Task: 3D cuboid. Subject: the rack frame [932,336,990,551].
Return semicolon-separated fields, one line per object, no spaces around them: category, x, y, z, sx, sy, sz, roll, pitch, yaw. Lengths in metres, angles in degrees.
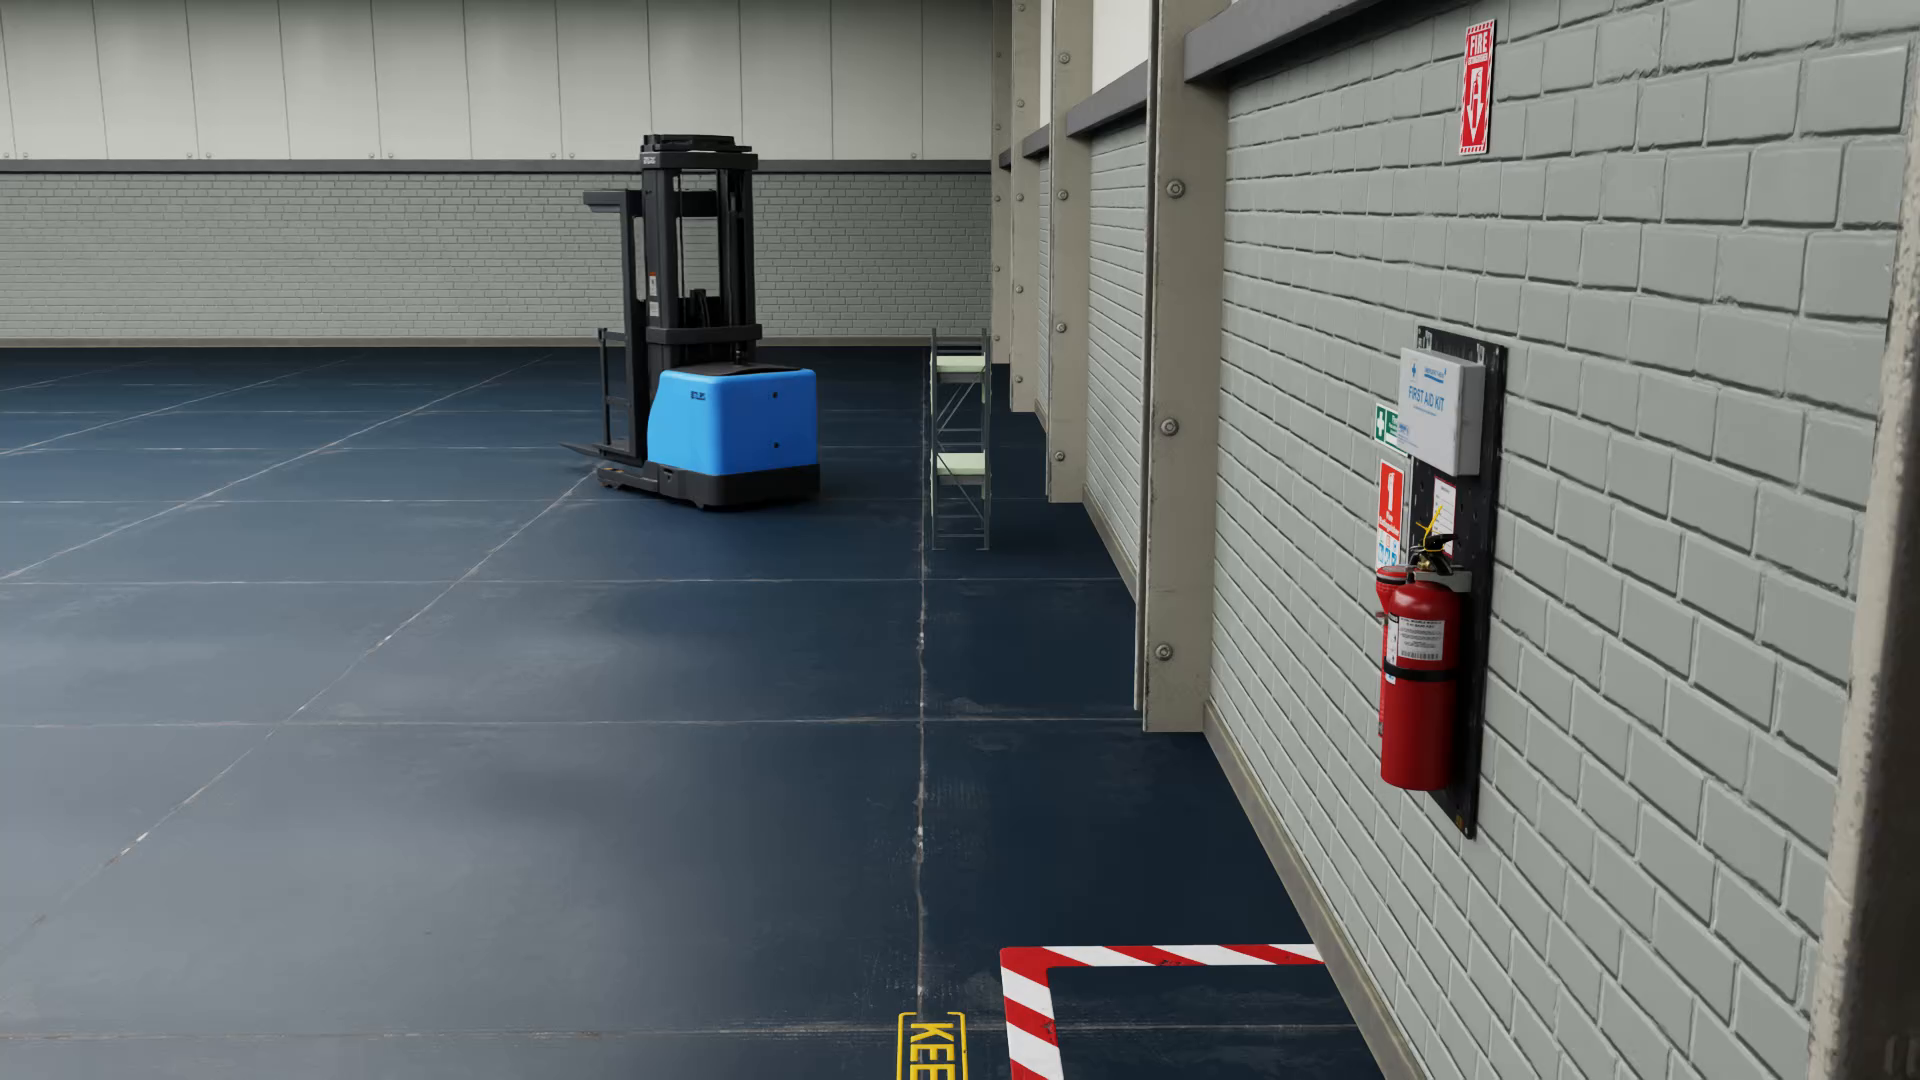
rack frame;0.007;-0.664;11.558;0.400;1.500;0.023;0;11;-1

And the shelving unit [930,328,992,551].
shelving unit;0.000;-0.736;11.917;0.431;1.500;0.755;0;11;-1

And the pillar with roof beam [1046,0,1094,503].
pillar with roof beam;-3.426;-4.738;12.780;9.100;9.000;0.400;0;11;-1

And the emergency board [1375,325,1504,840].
emergency board;1.113;0.078;4.128;0.194;1.169;0.643;0;11;-1

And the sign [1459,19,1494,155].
sign;1.213;-1.060;3.908;0.001;0.298;0.199;0;11;-1

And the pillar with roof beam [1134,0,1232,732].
pillar with roof beam;-3.302;-3.545;6.901;9.100;9.000;0.400;0;11;-1

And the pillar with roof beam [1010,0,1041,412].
pillar with roof beam;-3.550;-5.931;18.659;9.100;9.000;0.400;0;11;-1

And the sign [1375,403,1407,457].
sign;1.196;-0.308;4.611;0.001;0.109;0.331;0;11;-1

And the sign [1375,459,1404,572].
sign;1.205;-0.049;4.669;0.001;0.329;0.234;0;11;-1

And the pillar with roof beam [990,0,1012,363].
pillar with roof beam;-3.674;-7.123;24.538;9.100;9.000;0.400;0;11;-1

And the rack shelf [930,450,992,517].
rack shelf;0.000;-0.417;11.981;0.431;0.370;0.720;0;11;-1

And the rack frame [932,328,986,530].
rack frame;-0.008;-0.809;12.275;0.400;1.500;0.023;0;11;-1

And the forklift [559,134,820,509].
forklift;-2.475;-1.922;14.162;1.130;2.935;3.031;-9;15;-39

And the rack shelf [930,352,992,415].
rack shelf;0.000;-1.119;11.839;0.431;0.370;0.720;0;11;-1
